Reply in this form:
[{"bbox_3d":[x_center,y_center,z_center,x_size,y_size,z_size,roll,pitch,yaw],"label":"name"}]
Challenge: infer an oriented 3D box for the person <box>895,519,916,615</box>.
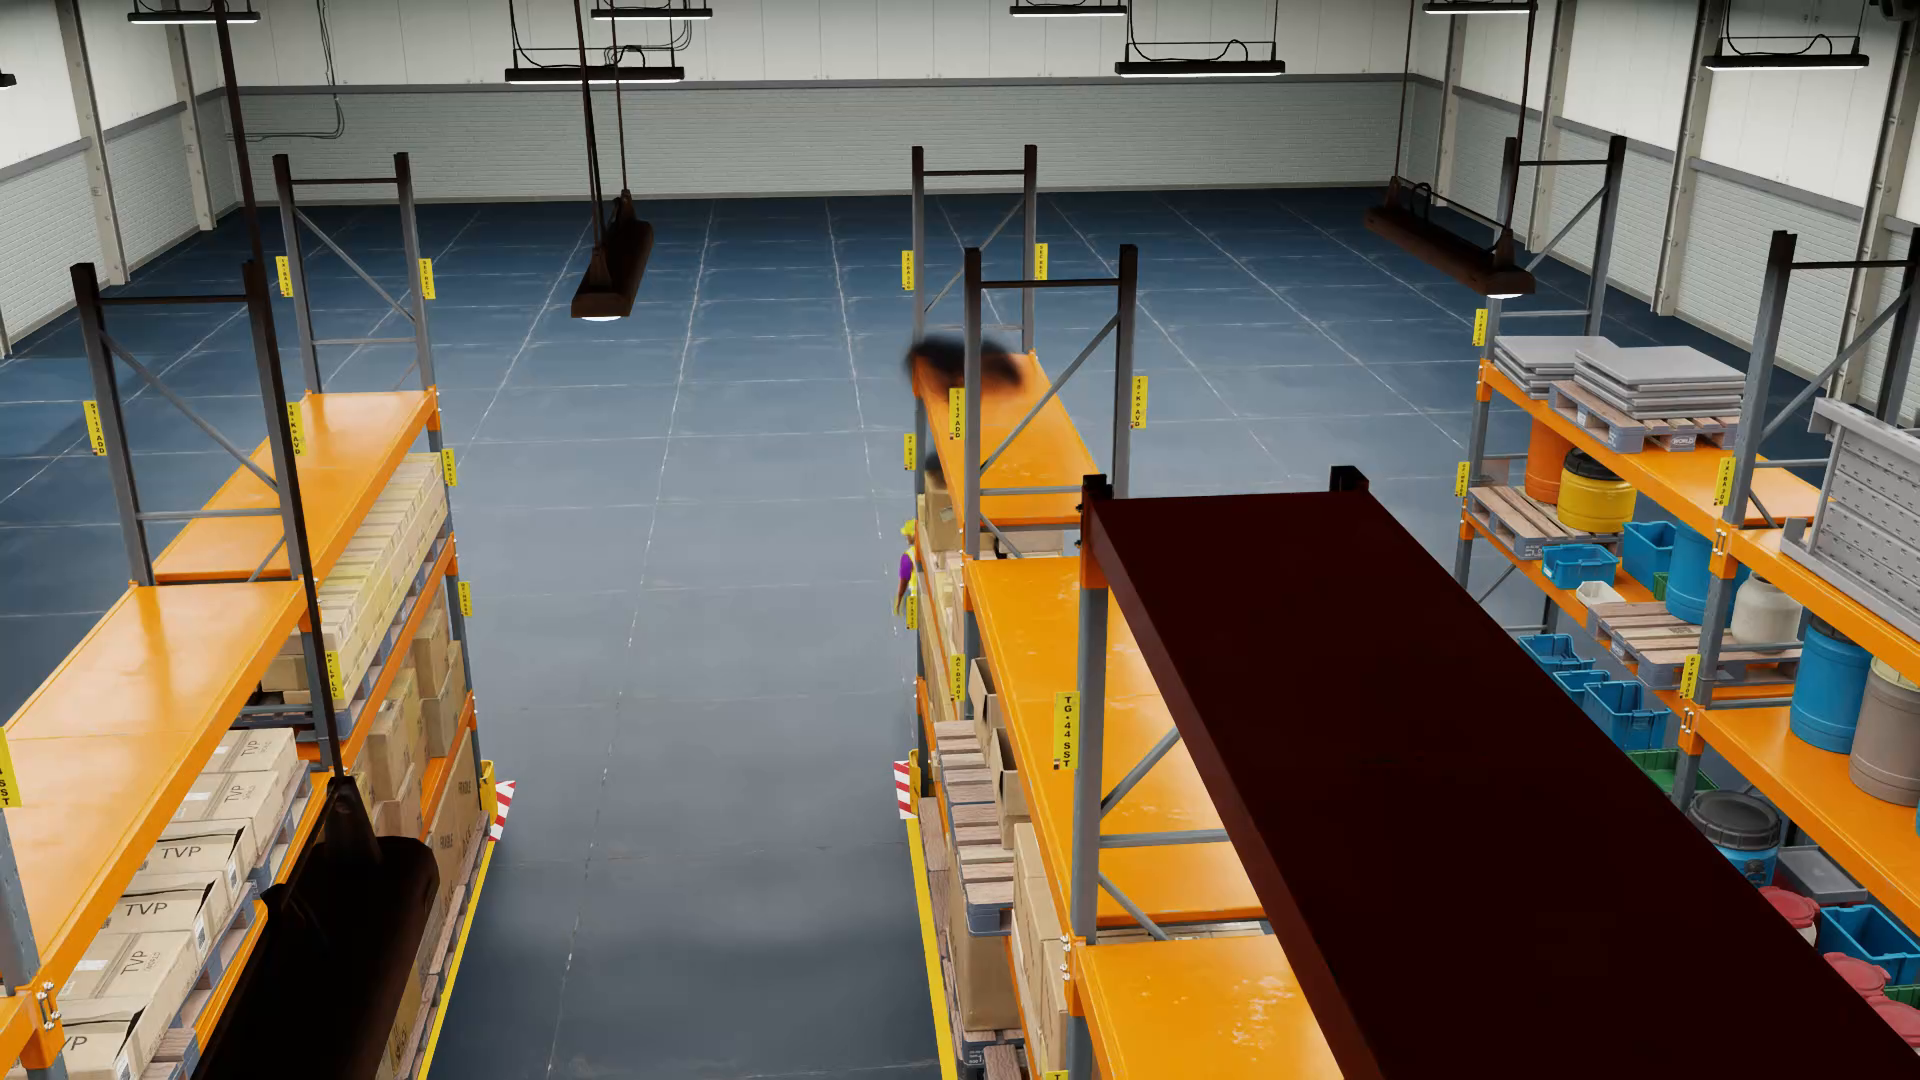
[{"bbox_3d":[-0.319,0.609,17.774,0.715,1.727,0.606,-13,25,-30],"label":"person"}]
